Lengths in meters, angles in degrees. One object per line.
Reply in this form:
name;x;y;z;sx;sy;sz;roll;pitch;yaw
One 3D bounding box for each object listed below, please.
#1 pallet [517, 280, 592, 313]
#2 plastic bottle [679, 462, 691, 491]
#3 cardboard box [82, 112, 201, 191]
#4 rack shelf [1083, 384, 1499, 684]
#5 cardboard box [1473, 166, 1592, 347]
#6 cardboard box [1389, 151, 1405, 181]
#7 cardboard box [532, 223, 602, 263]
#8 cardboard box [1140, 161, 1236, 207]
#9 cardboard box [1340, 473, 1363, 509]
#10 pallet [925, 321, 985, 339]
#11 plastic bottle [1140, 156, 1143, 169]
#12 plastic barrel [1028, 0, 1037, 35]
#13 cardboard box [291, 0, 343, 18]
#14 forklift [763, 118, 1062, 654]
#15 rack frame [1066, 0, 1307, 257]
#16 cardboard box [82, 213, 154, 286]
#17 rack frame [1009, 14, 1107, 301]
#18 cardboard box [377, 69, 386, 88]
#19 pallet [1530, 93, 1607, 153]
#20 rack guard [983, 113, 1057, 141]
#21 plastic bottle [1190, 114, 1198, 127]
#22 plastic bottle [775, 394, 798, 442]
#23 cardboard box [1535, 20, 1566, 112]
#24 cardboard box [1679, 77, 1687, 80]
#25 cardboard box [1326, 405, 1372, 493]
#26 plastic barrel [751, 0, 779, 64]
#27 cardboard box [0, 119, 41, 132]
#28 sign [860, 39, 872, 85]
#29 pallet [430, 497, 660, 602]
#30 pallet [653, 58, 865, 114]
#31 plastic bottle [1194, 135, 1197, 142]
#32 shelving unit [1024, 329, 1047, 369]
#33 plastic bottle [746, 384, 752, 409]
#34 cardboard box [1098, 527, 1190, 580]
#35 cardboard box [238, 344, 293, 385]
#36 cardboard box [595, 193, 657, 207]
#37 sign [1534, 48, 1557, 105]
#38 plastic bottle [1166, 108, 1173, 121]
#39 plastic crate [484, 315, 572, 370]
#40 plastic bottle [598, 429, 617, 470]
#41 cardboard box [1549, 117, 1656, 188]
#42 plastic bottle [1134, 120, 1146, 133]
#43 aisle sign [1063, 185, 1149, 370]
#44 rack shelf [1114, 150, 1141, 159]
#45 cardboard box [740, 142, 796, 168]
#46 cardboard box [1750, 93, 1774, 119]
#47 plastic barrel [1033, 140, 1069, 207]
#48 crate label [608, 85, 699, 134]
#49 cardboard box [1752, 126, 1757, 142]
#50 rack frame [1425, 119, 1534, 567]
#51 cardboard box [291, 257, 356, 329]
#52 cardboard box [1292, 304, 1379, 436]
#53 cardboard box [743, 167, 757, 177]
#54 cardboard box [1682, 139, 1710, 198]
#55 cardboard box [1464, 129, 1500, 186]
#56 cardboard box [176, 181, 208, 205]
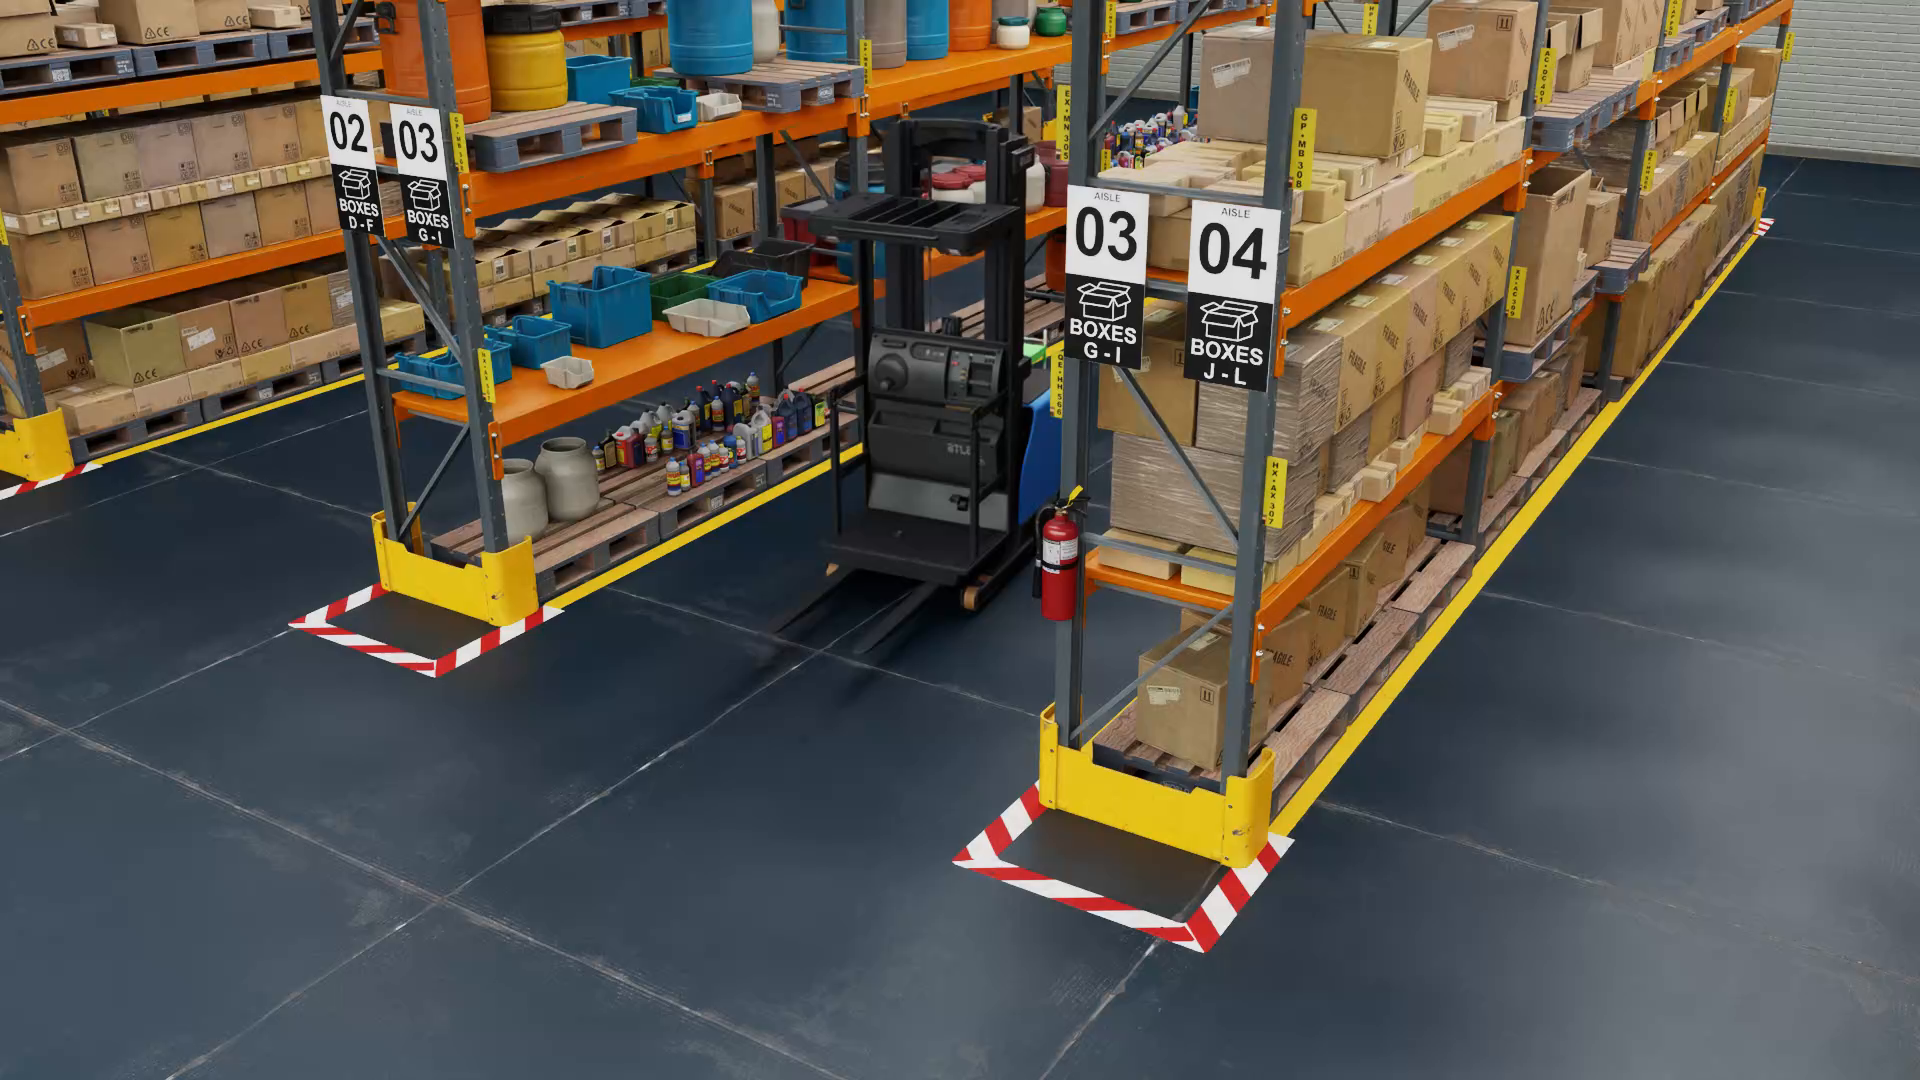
pallet;-4.375;-2.745;17.826;1.003;0.211;1.213;14;27;29
plastic bottle;-2.001;-0.465;12.016;0.097;0.201;0.097;0;23;0
cardboard box;-6.660;-3.168;13.532;0.700;0.500;0.500;14;27;29
rack shelf;1.986;-0.272;9.509;1.077;0.370;4.000;14;27;29
cardboard box;3.579;-1.984;11.274;1.000;1.000;1.000;14;27;29
cardboard box;1.988;-1.894;8.261;0.380;0.149;0.250;13;26;27
cardboard box;-4.134;-3.149;17.476;0.500;0.311;0.500;15;27;30
cardboard box;1.049;-1.640;7.675;0.380;0.149;0.250;13;27;27
cardboard box;1.938;-0.282;8.941;0.380;0.149;0.250;14;27;29
pallet;-0.143;-1.722;15.463;1.003;0.211;1.213;14;27;29
plastic bottle;1.845;-3.887;17.203;0.097;0.201;0.097;0;23;0
plastic barrel;0.519;-5.053;15.729;0.421;0.512;0.421;0;23;0
cardboard box;-5.863;-4.919;14.731;0.500;0.500;0.500;16;28;33
forklift;-0.248;-1.082;10.560;1.130;2.935;3.031;10;25;22
rack frame;0.931;-2.680;6.615;1.000;3.000;0.127;14;27;29
cardboard box;-6.953;-2.384;13.355;0.700;0.500;0.500;15;27;30
rack frame;0.943;-3.665;16.441;1.000;3.000;0.127;14;27;29
cardboard box;-7.448;-6.148;21.650;0.500;0.500;0.500;14;27;29
pallet;3.457;-2.754;10.796;1.213;0.211;1.003;14;27;29
rack guard;0.917;-6.232;25.516;1.175;0.500;0.348;14;27;29
plastic bottle;2.626;-4.582;18.620;0.144;0.351;0.185;14;27;29
plastic bottle;-1.363;-0.959;12.970;0.144;0.351;0.185;12;26;26
cardboard box;3.373;-3.032;10.544;0.797;0.503;0.637;12;26;26
cardboard box;7.276;-4.600;17.472;0.500;0.500;0.500;15;27;30
cardboard box;1.707;-0.643;8.960;0.875;0.500;0.500;14;27;29
plastic barrel;-1.561;-3.832;12.380;0.421;0.512;0.421;0;23;0
cardboard box;-9.829;-4.282;17.085;0.500;0.500;0.500;14;27;29
sign;-0.705;-3.577;12.450;0.100;0.325;0.005;14;27;29
pallet;-2.844;0.006;11.471;1.003;0.211;1.213;14;27;29
pallet;-1.464;-3.341;12.154;1.213;0.211;1.003;14;27;29
plastic bottle;2.552;-4.340;18.249;0.097;0.201;0.097;0;23;0
shelving unit;0.433;-0.939;12.408;0.258;1.200;0.503;10;25;22
plastic bottle;-1.761;-1.183;13.676;0.097;0.201;0.097;0;23;0
cardboard box;0.906;0.048;8.179;0.380;0.149;0.250;14;27;29
cardboard box;-6.219;-1.576;14.547;0.500;0.250;0.500;14;27;29
cardboard box;-3.789;-3.778;18.927;0.500;0.311;0.500;15;28;31
sign;3.506;-2.780;9.970;0.100;0.325;0.005;14;27;29
plastic bottle;2.427;-4.883;19.400;0.061;0.283;0.133;14;27;29
plastic crate;-2.920;-1.347;11.272;0.499;0.251;0.408;14;27;29
plastic bottle;-2.634;-0.676;12.400;0.061;0.283;0.133;15;27;30
cardboard box;5.550;-3.377;14.387;0.797;0.503;0.637;15;28;31
plastic bottle;1.997;-4.570;18.686;0.152;0.276;0.135;14;27;29
aisle sign;0.643;-1.162;7.387;0.394;0.787;0.004;14;27;29
rack shelf;1.998;-4.010;18.143;1.077;0.370;4.000;14;27;29
cardboard box;-2.407;-4.835;20.791;0.500;0.250;0.500;13;27;28
cardboard box;9.341;-5.176;19.745;0.500;0.250;0.500;13;27;28
plastic barrel;0.956;-3.508;15.906;0.600;0.536;0.708;14;27;29
crate label;-2.009;-2.836;10.937;0.502;0.251;0.408;14;27;29
cardboard box;8.925;-4.678;19.097;0.380;0.149;0.250;13;27;28
rack frame;3.041;-1.277;10.925;1.000;3.000;0.127;14;27;29
cardboard box;-5.706;-2.261;15.186;0.500;0.500;0.500;14;27;29
cardboard box;1.722;-0.864;8.212;0.500;0.500;0.500;14;27;29
cardboard box;-2.696;-4.299;20.497;0.500;0.500;0.500;13;27;27
cardboard box;6.979;-3.643;16.263;0.500;0.500;0.500;15;27;31
cardboard box;2.738;-2.202;9.475;0.500;0.250;0.500;15;27;30
cardboard box;-6.415;-2.871;13.663;0.380;0.149;0.250;13;27;28
